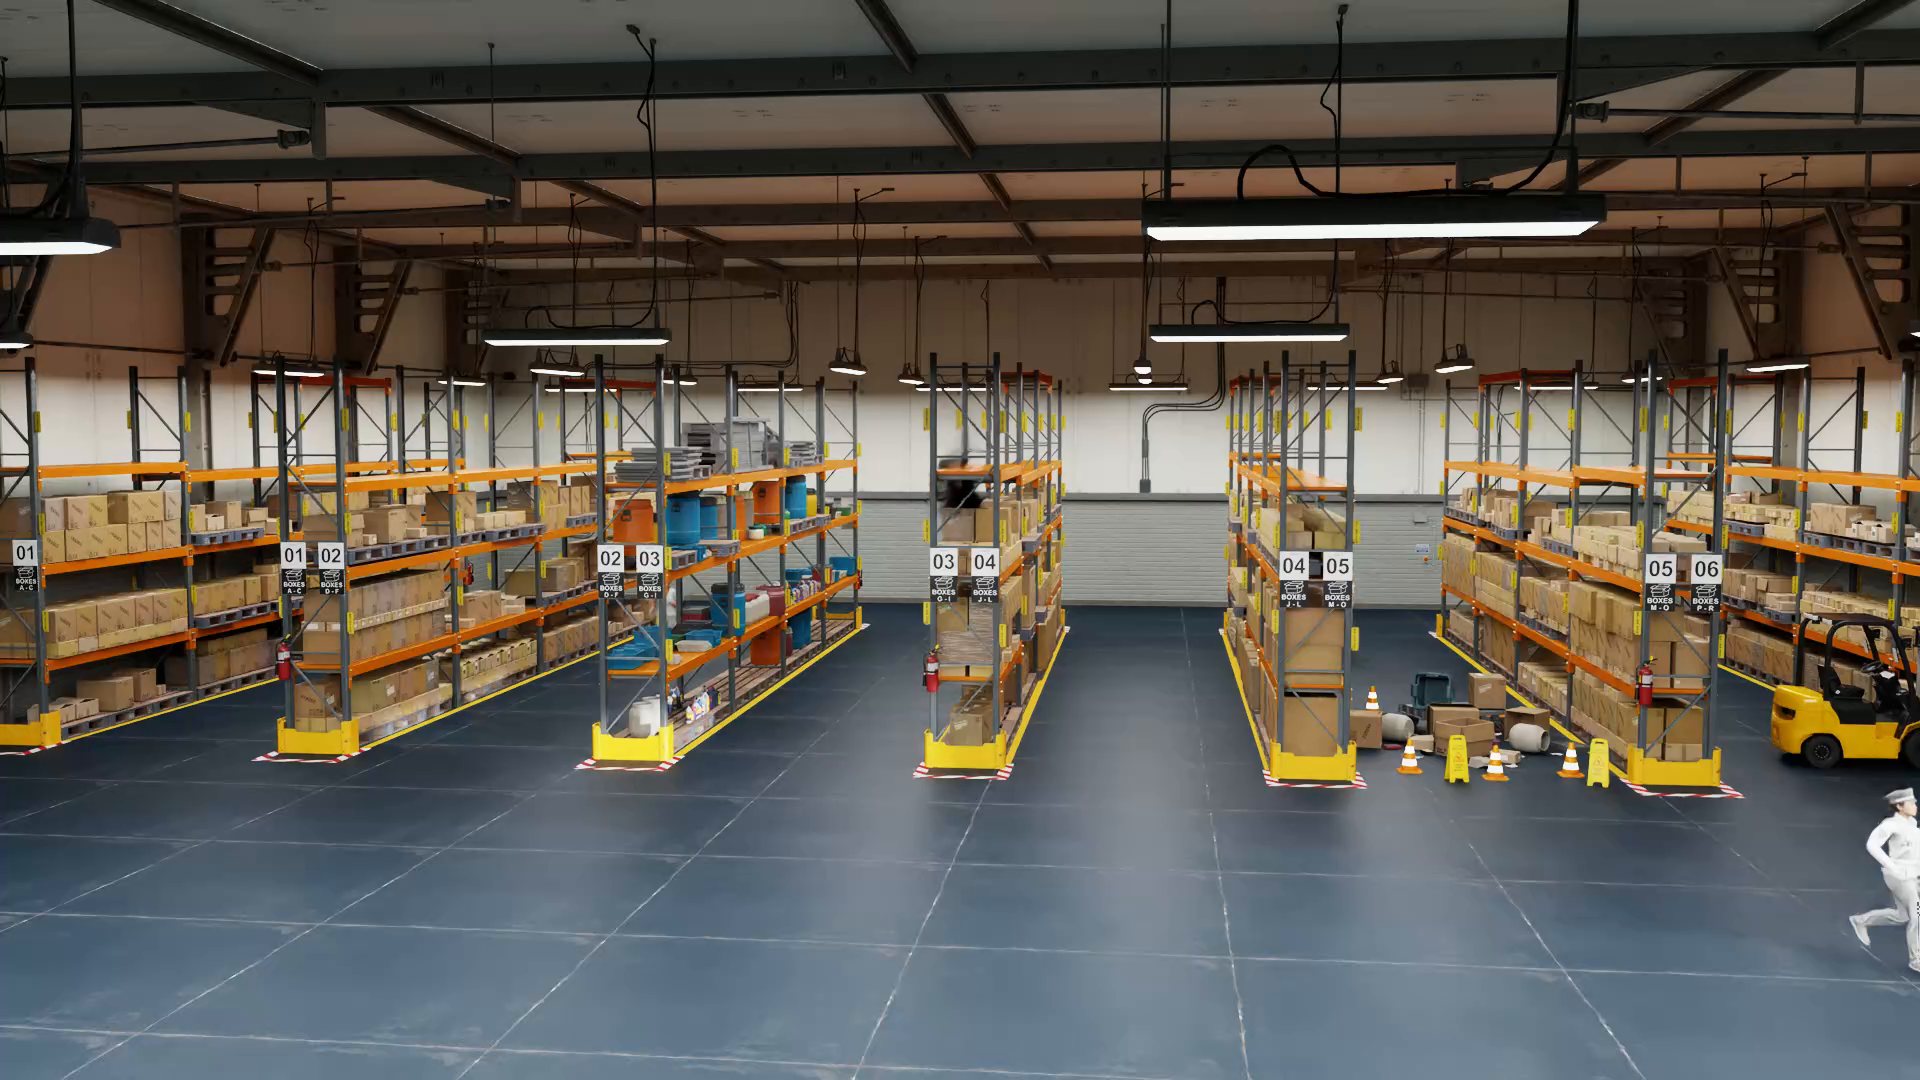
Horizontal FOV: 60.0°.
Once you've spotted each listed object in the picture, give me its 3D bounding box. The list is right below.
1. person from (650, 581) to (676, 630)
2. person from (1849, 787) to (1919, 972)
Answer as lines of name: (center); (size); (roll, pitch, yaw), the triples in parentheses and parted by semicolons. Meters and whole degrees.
person: (-6.156, 1.634, 34.743); (0.652, 1.829, 0.872); (-1, 4, -7)
person: (8.602, 3.096, 15.270); (0.618, 1.696, 0.843); (-3, 5, -40)
